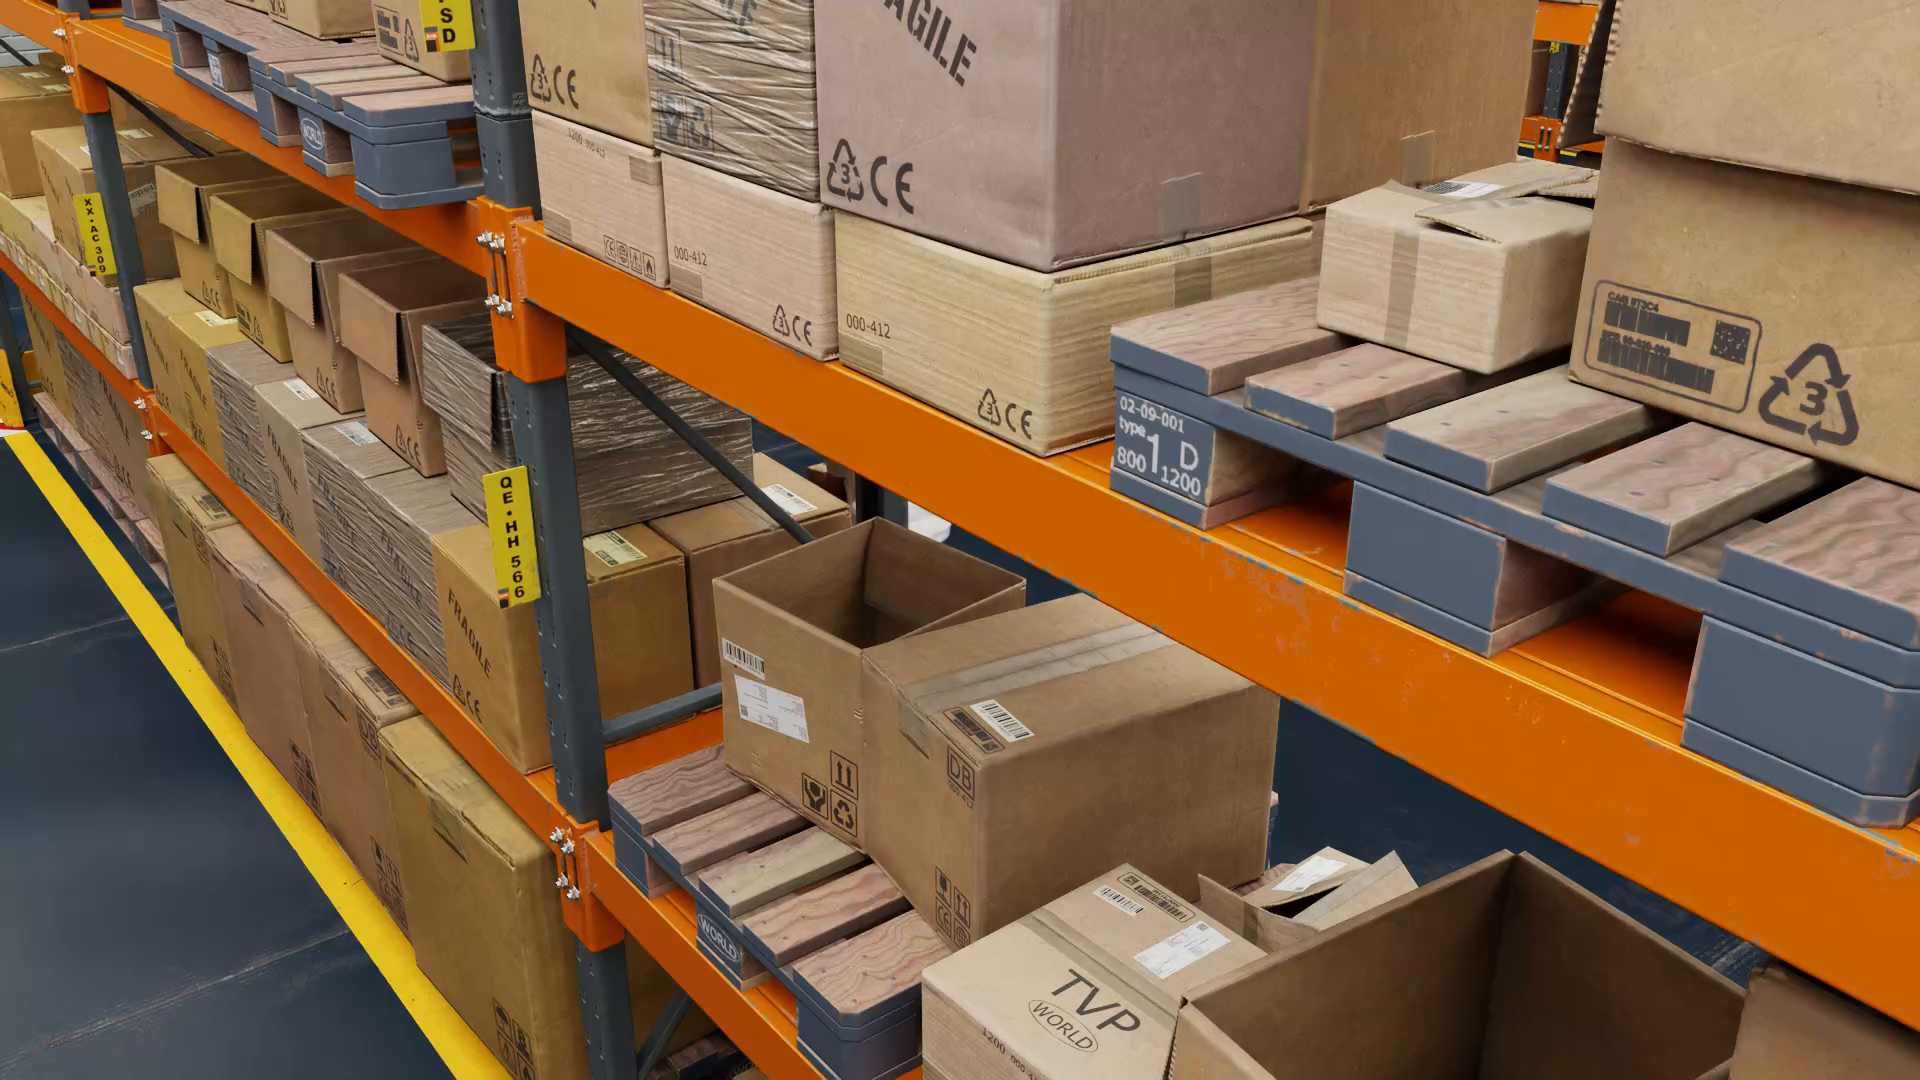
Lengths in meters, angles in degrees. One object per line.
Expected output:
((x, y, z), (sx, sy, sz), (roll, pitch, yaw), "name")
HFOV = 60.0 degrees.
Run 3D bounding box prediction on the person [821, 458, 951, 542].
((-0.337, -0.043, 6.682), (0.491, 1.775, 0.588), (-19, 30, -35), "person")
